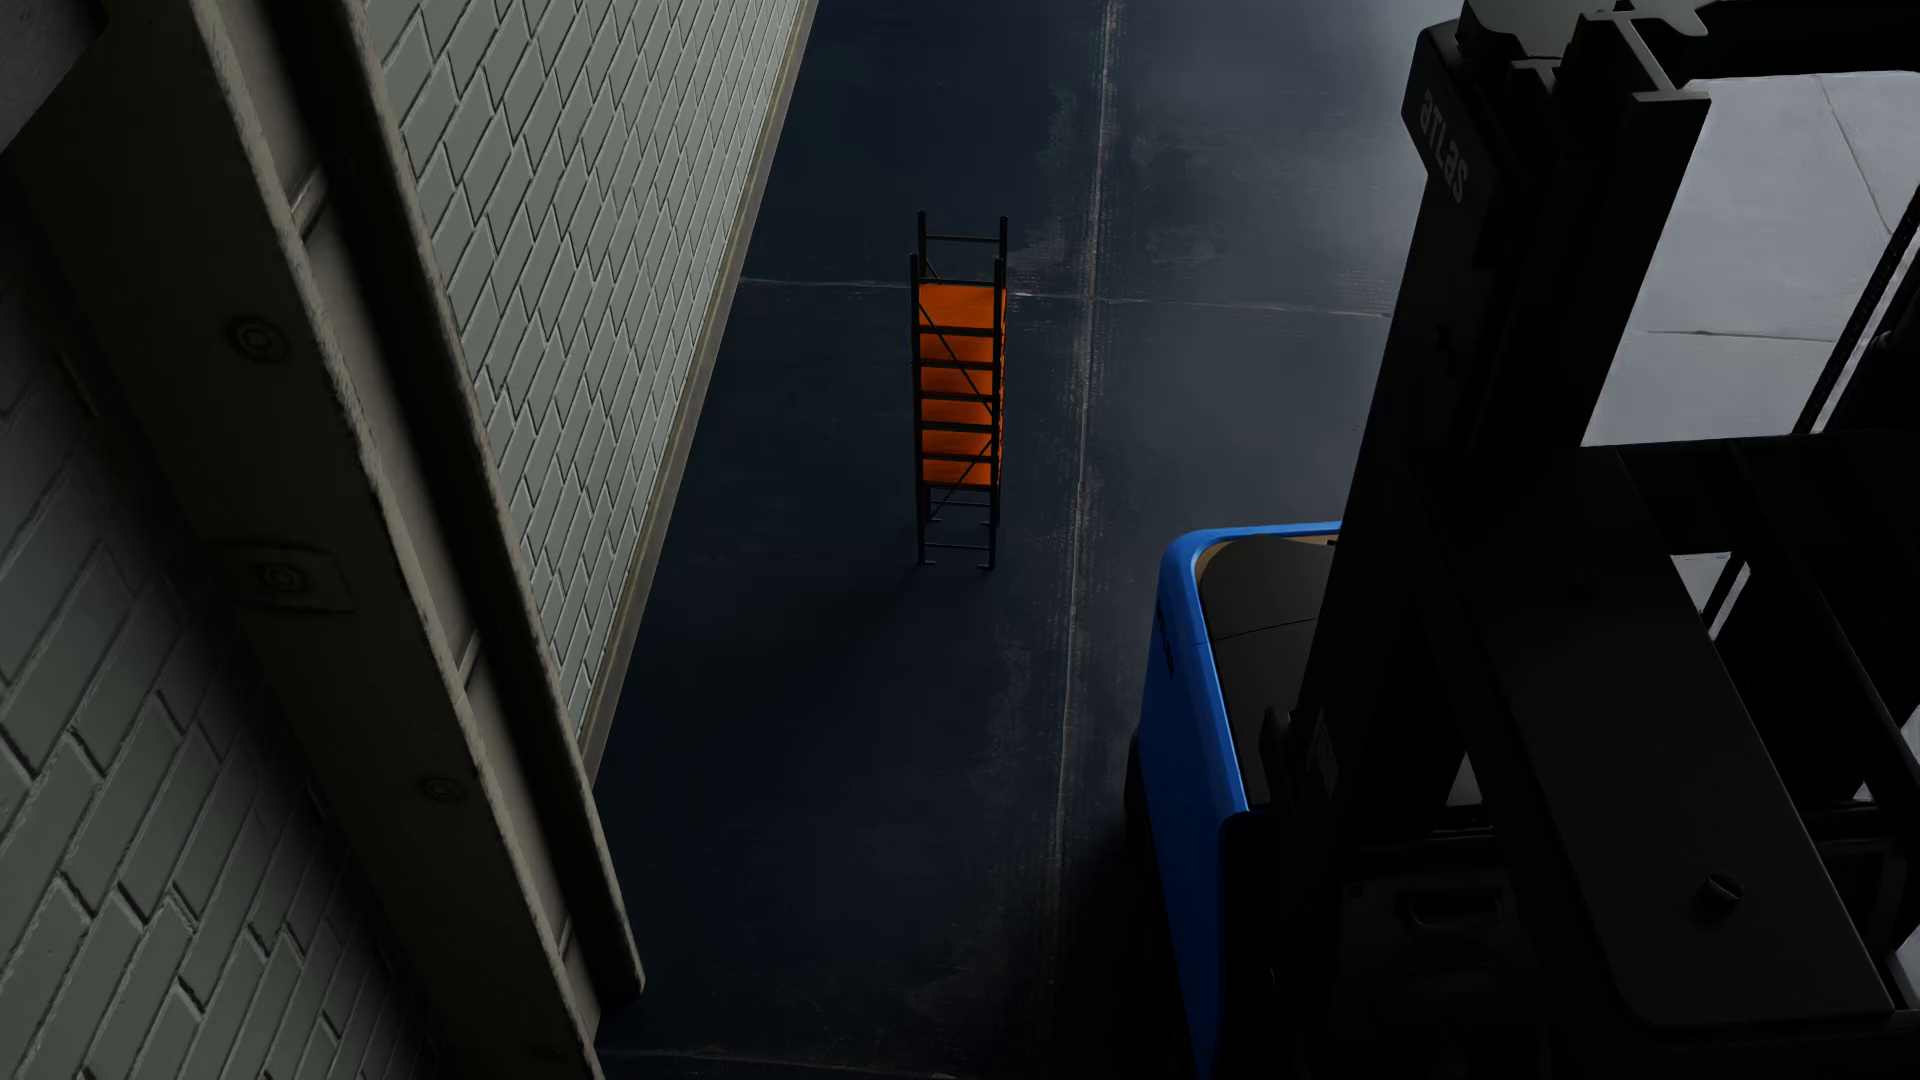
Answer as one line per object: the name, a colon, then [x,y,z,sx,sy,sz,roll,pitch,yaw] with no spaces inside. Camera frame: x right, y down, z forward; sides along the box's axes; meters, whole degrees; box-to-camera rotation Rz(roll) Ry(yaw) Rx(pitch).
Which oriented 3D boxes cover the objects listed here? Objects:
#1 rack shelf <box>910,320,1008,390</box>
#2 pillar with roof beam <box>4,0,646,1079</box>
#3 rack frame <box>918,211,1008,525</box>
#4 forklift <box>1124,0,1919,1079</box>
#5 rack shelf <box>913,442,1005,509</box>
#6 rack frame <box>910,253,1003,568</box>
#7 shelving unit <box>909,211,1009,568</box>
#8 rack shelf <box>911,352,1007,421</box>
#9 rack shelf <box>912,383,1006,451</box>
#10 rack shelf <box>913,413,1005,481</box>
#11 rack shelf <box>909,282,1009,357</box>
rack shelf: [-0.001,-0.526,4.653,0.258,0.103,0.180,4,48,4]
pillar with roof beam: [3.316,-1.504,0.527,9.100,9.000,0.400,4,48,4]
rack frame: [0.007,-0.462,4.859,0.240,1.200,0.006,4,48,4]
forklift: [1.085,0.771,2.559,1.130,2.935,3.031,-4,48,-3]
rack shelf: [-0.001,-0.202,5.007,0.258,0.103,0.180,4,48,4]
rack frame: [-0.010,-0.327,4.736,0.240,1.200,0.006,4,48,4]
shelving unit: [-0.001,-0.394,4.798,0.258,1.200,0.189,4,48,4]
rack shelf: [-0.001,-0.445,4.742,0.258,0.103,0.180,4,48,4]
rack shelf: [-0.001,-0.364,4.830,0.258,0.103,0.180,4,48,4]
rack shelf: [-0.001,-0.283,4.919,0.258,0.103,0.180,4,48,4]
rack shelf: [-0.001,-0.607,4.565,0.258,0.103,0.180,4,48,4]
